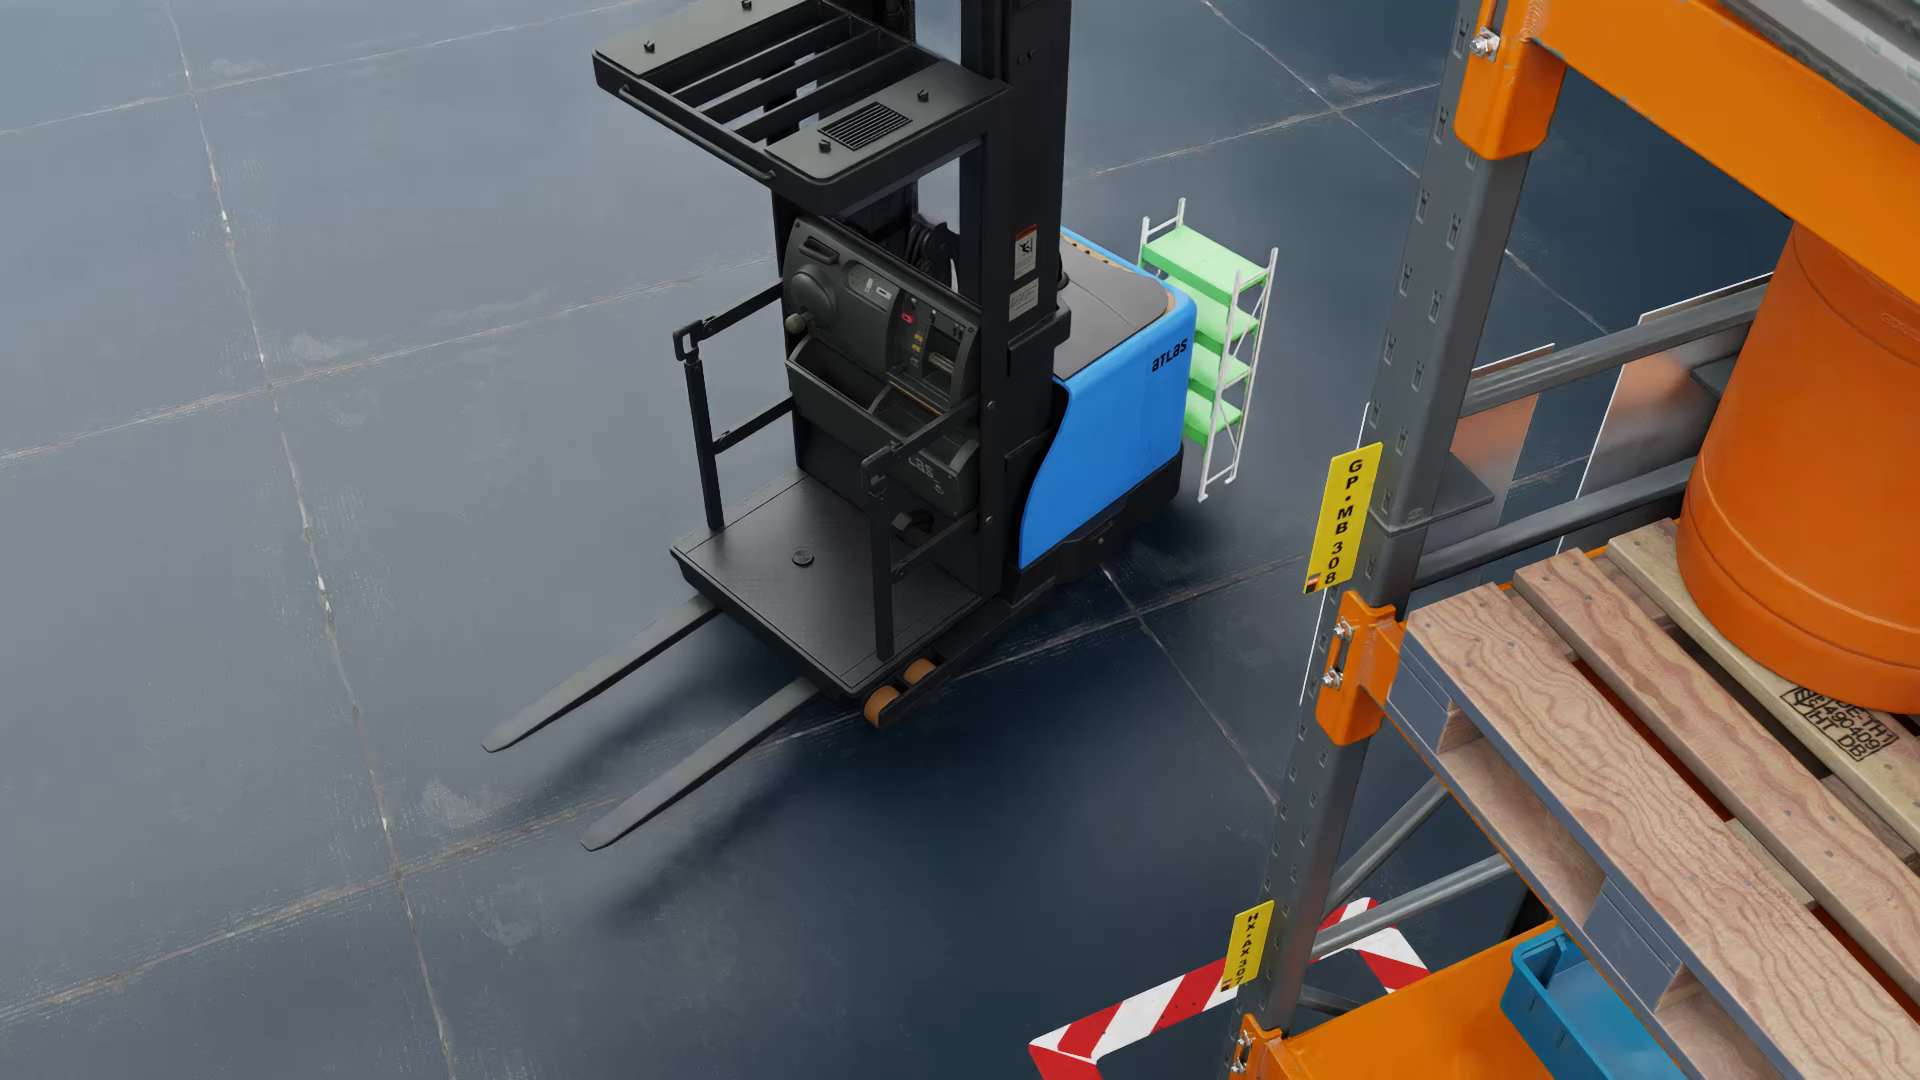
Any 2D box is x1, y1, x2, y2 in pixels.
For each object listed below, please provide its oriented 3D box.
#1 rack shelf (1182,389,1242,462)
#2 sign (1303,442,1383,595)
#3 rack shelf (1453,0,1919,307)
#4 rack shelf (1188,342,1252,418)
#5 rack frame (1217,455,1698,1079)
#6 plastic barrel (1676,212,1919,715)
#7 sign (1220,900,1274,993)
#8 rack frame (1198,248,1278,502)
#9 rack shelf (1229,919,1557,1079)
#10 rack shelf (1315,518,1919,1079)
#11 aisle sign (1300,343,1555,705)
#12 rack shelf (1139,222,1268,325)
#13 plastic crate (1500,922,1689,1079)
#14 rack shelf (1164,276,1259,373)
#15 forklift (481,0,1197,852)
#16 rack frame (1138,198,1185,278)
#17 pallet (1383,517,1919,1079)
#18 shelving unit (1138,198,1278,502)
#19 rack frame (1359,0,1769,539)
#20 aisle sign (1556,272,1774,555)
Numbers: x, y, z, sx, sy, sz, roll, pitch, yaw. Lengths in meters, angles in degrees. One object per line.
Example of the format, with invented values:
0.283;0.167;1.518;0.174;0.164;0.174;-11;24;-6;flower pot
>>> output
0.975;-0.566;7.263;0.258;0.148;0.480;-32;53;-31;rack shelf
0.660;-0.033;2.875;0.100;0.325;0.005;-18;47;-17;sign
2.002;0.416;1.088;1.077;0.370;4.000;-18;47;-17;rack shelf
0.981;-0.741;7.099;0.258;0.148;0.480;-32;53;-31;rack shelf
1.161;0.878;4.093;1.000;3.000;0.127;-18;47;-17;rack frame
1.481;-0.220;2.465;0.600;0.830;0.708;-18;47;-17;plastic barrel
0.660;0.939;3.834;0.100;0.325;0.005;-18;47;-17;sign
1.150;-0.662;6.928;0.240;1.200;0.015;-32;53;-31;rack frame
2.002;2.409;3.054;1.077;0.370;4.000;-18;47;-17;rack shelf
2.002;1.341;2.001;1.077;0.370;4.000;-18;47;-17;rack shelf
0.865;-0.007;3.139;0.394;0.787;0.004;-18;47;-17;aisle sign
0.995;-1.091;6.771;0.258;0.148;0.480;-32;53;-31;rack shelf
1.643;1.162;3.912;0.499;0.251;0.616;-18;47;-17;plastic crate
0.988;-0.916;6.935;0.258;0.148;0.480;-32;53;-31;rack shelf
-0.441;-0.732;5.774;1.130;2.935;3.031;35;54;30;forklift
0.816;-0.912;7.182;0.240;1.200;0.015;-32;53;-31;rack frame
1.420;0.434;2.542;1.003;0.211;1.213;-18;47;-17;pallet
0.983;-0.787;7.055;0.258;1.200;0.503;-32;53;-31;shelving unit
1.161;-1.257;1.986;1.000;3.000;0.127;-18;47;-17;rack frame
1.401;-0.181;3.315;0.394;0.787;0.004;-18;47;-17;aisle sign
